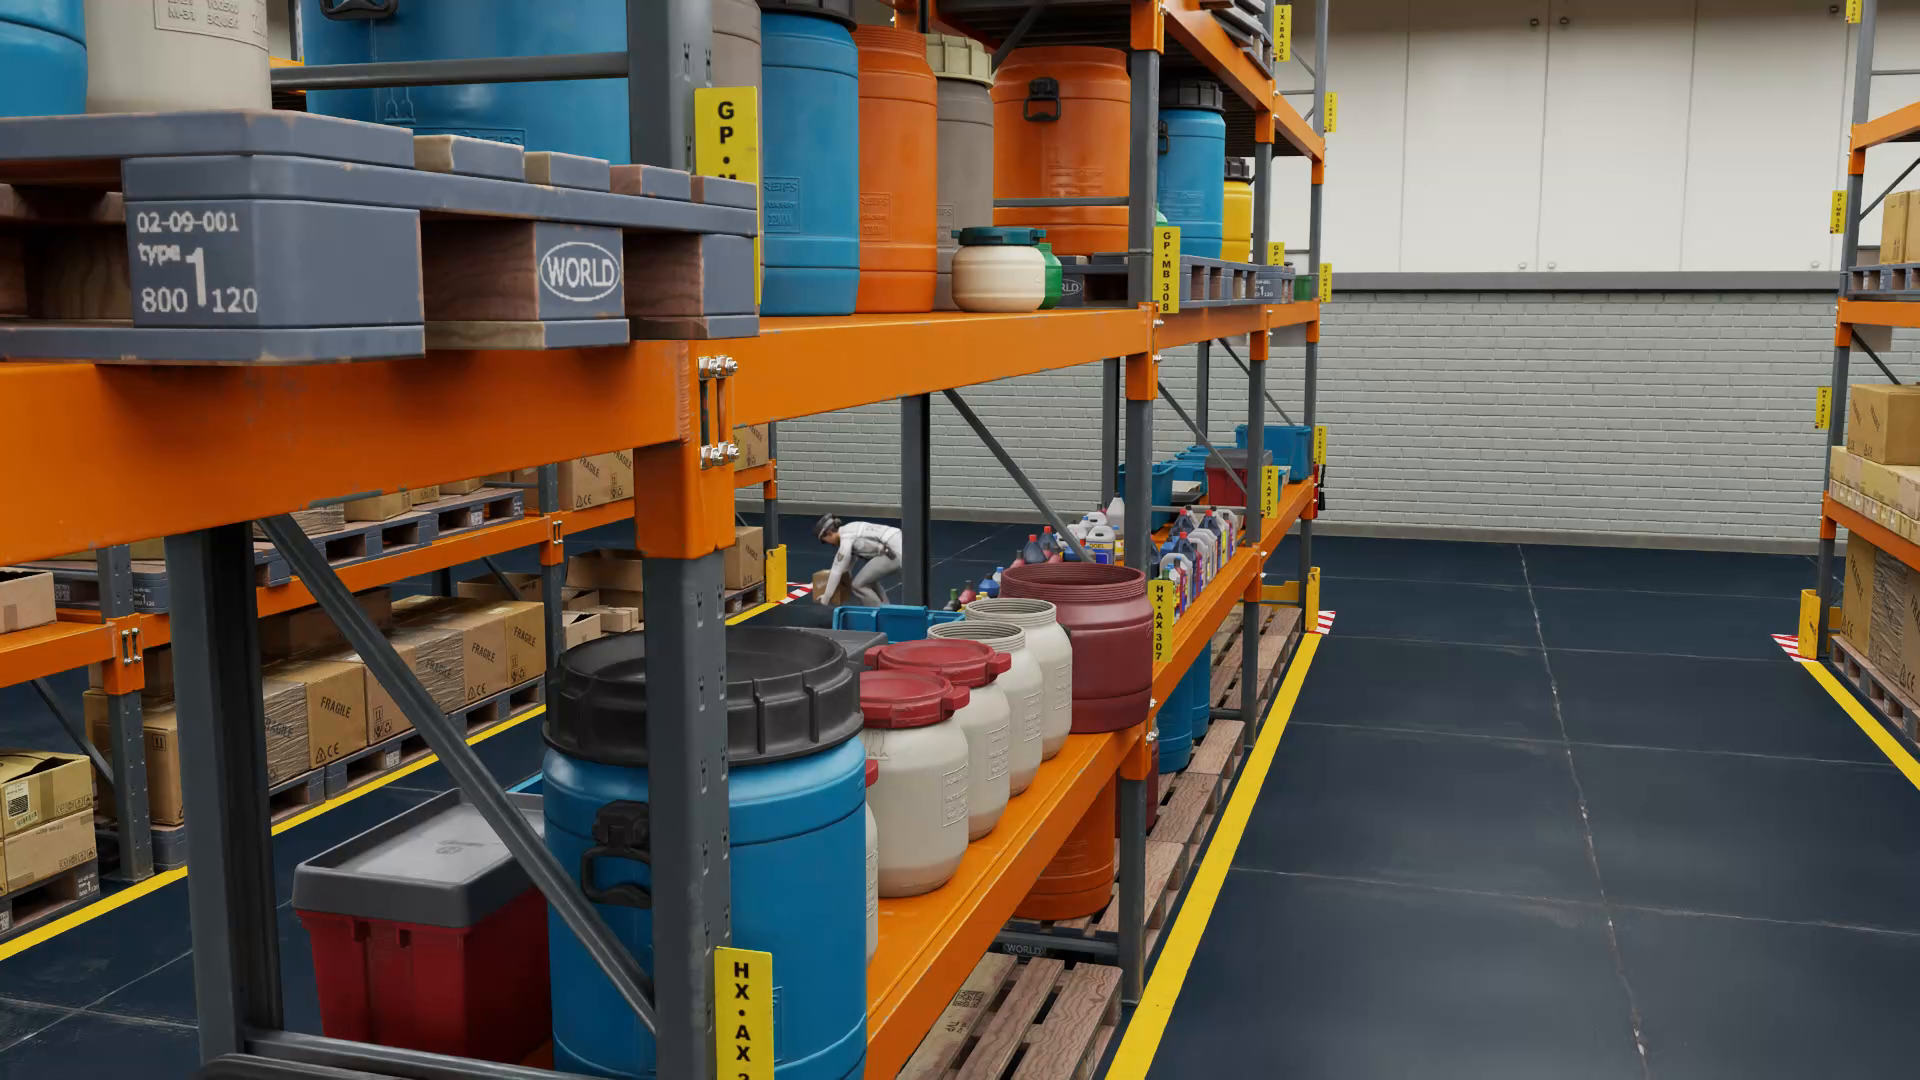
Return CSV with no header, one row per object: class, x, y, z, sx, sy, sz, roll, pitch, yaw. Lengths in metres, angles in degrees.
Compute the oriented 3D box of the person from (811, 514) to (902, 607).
person,-0.834,0.273,14.305,0.917,0.991,0.460,2,9,14
